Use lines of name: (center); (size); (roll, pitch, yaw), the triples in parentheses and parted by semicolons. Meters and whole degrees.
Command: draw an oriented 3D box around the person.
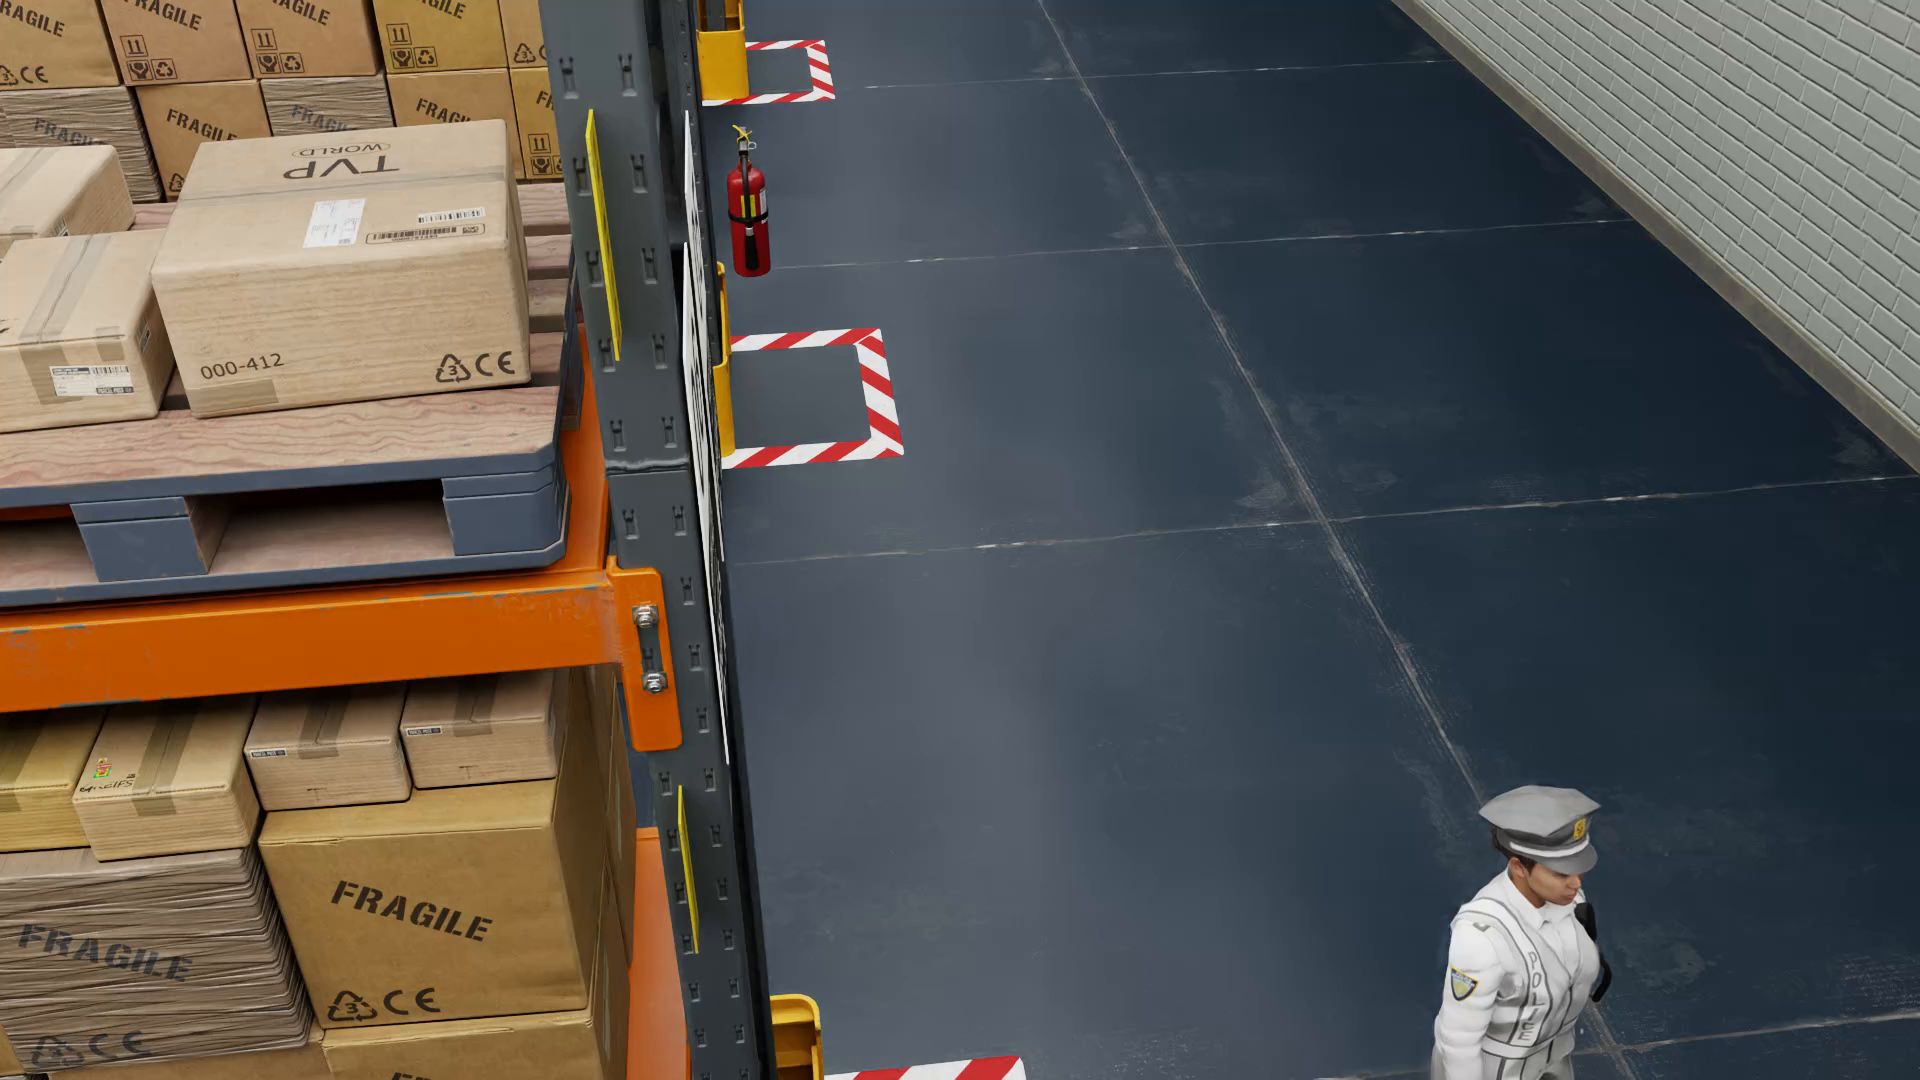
person: (1.348, 1.283, 4.273); (0.484, 1.655, 0.840); (-24, 41, -30)
